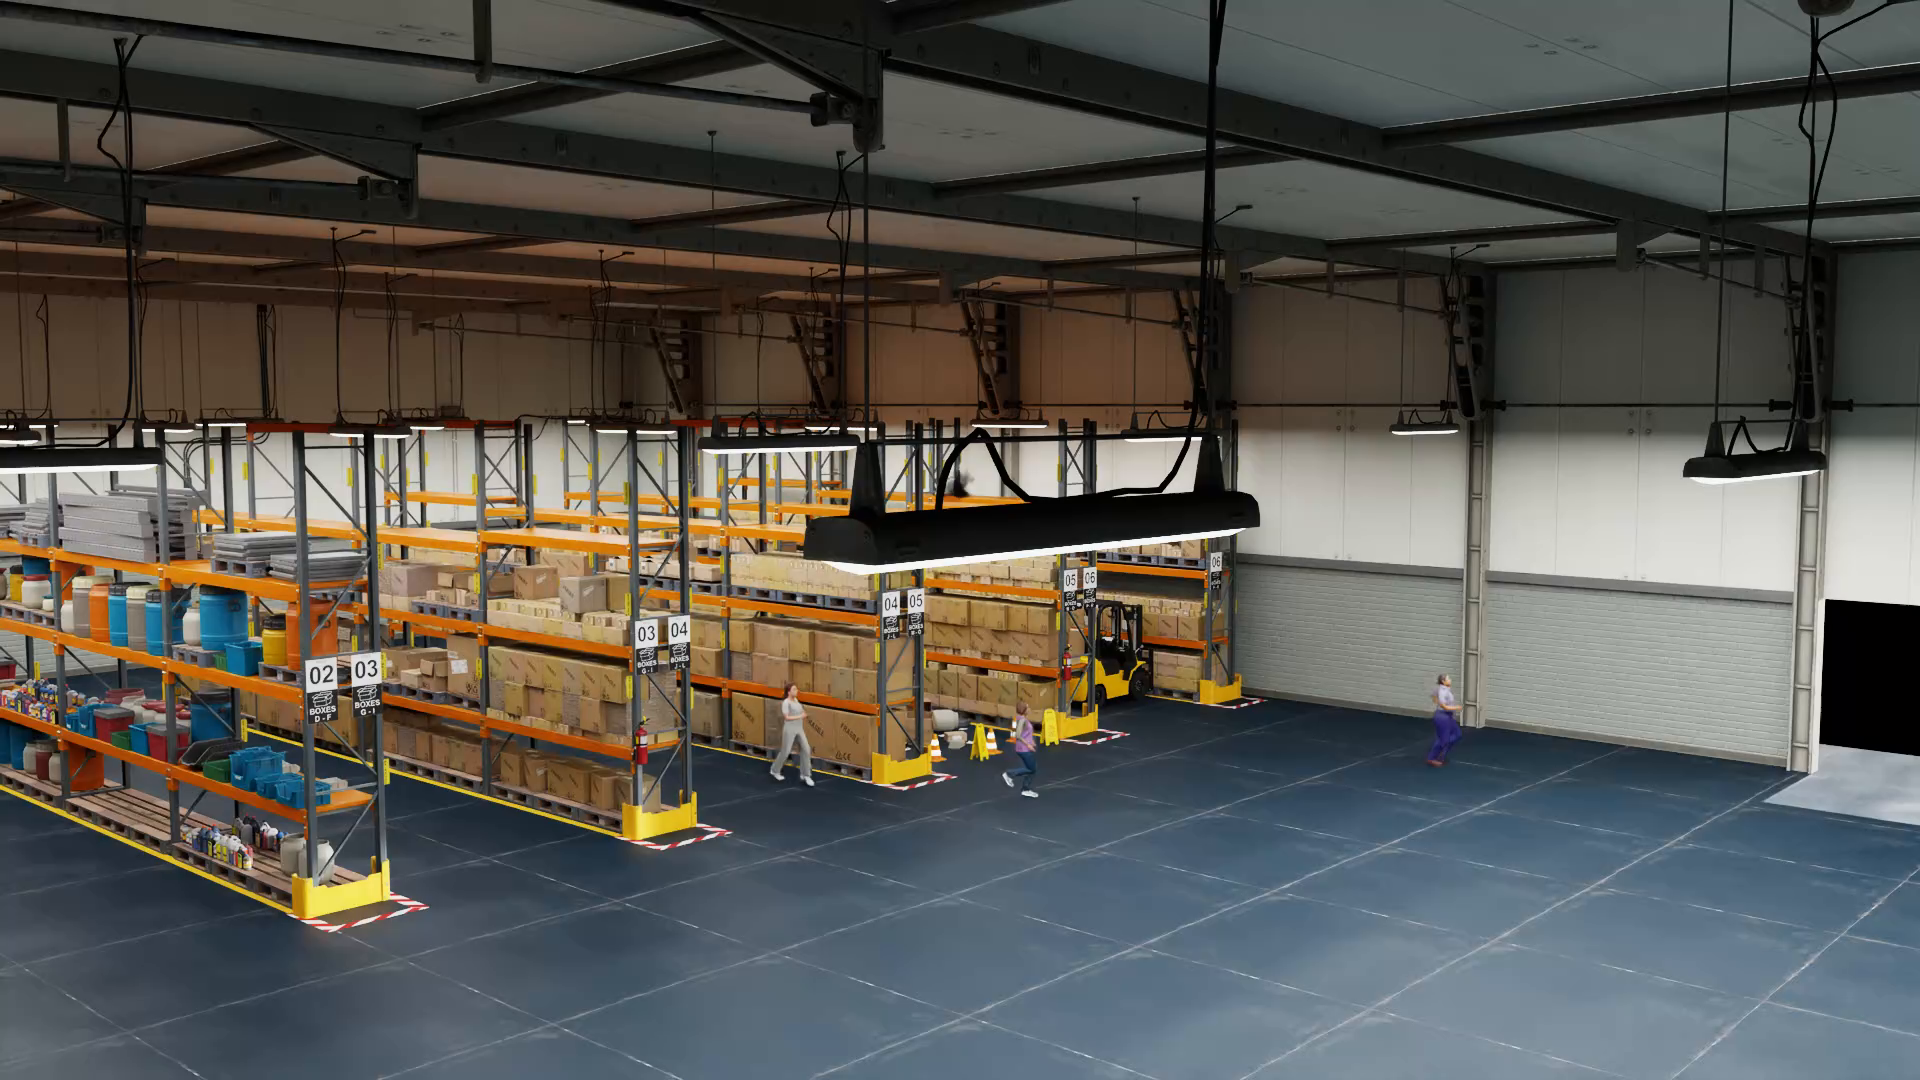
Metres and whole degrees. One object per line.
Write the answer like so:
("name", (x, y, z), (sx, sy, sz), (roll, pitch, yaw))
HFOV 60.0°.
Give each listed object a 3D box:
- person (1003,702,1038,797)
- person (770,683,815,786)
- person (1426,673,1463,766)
("person", (0.977, 3.376, 26.847), (0.579, 1.554, 0.550), (0, 5, 2))
("person", (-2.804, 3.221, 27.705), (0.826, 1.716, 0.540), (3, 5, 32))
("person", (8.463, 3.142, 29.046), (0.604, 1.641, 0.667), (1, 5, 17))
